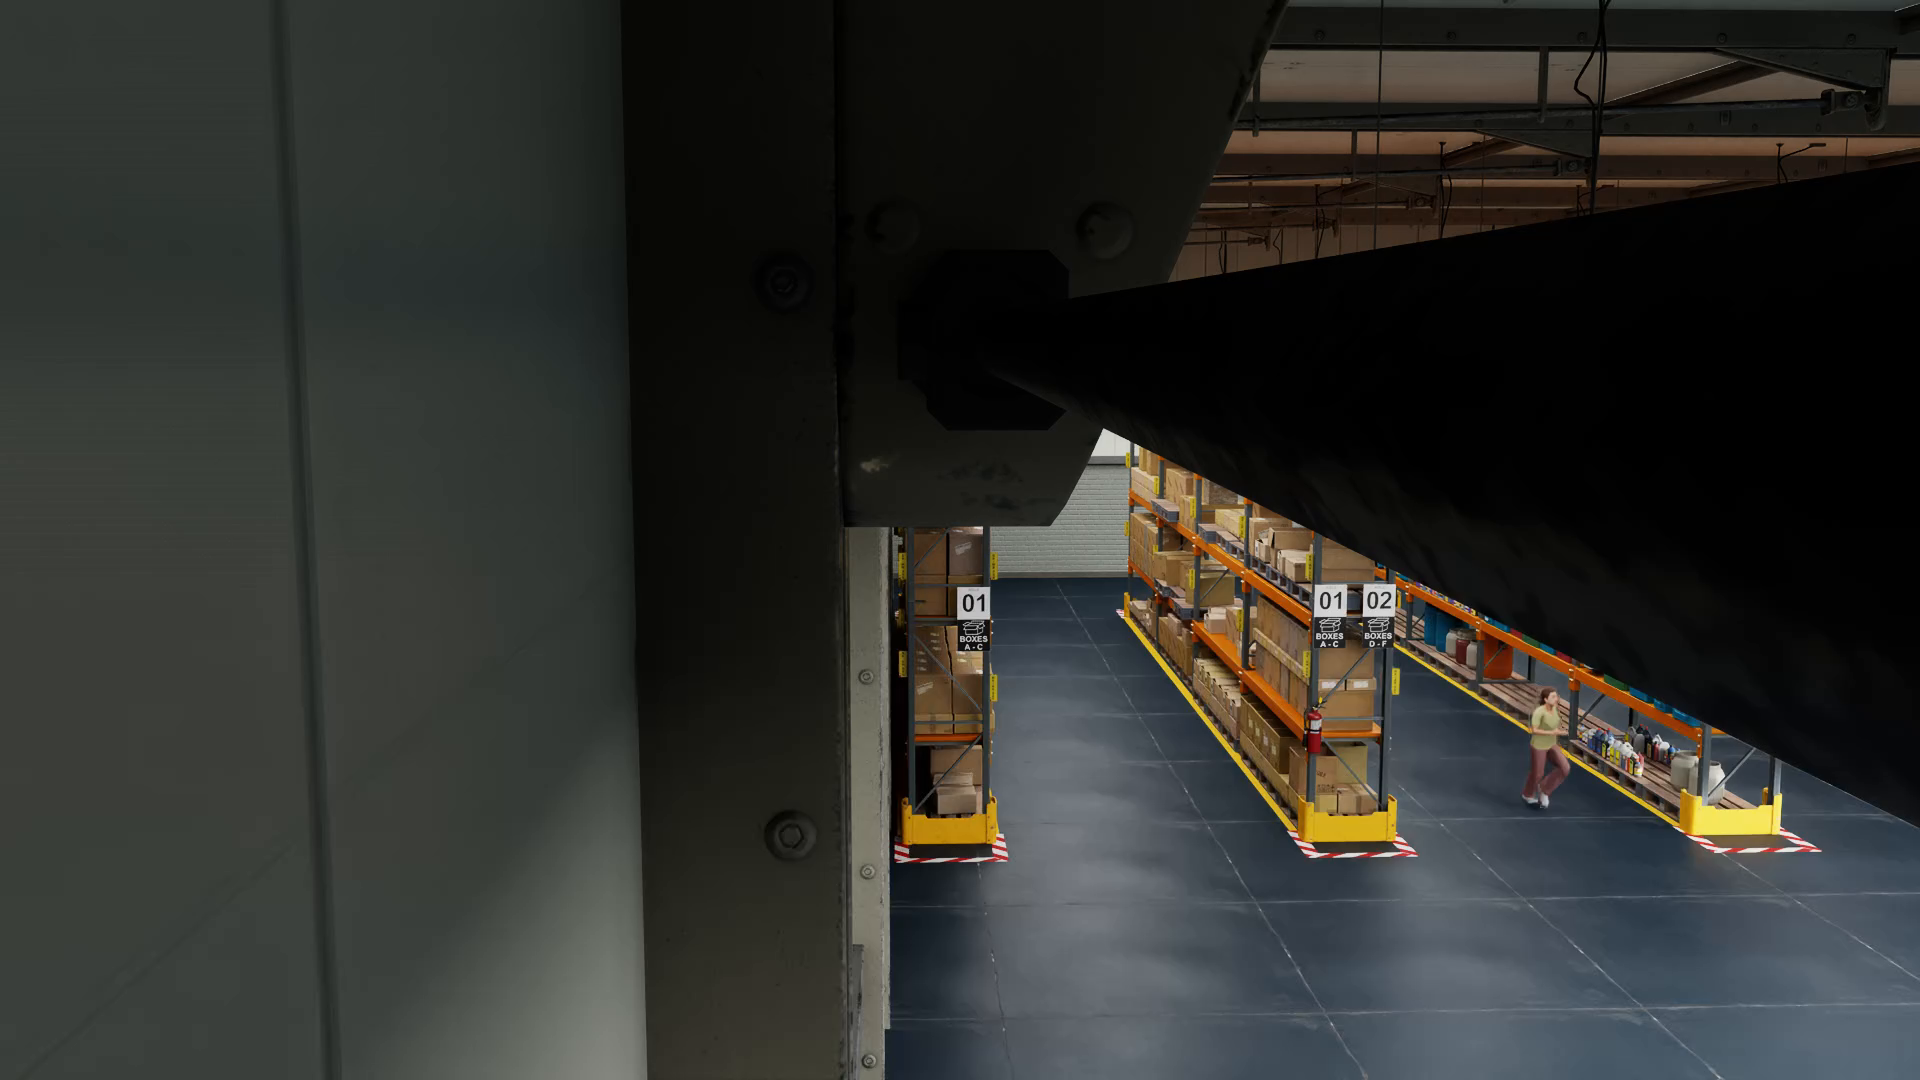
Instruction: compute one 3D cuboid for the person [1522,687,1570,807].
[{"bbox_3d":[7.677,2.712,21.820,0.611,1.619,0.749,-4,8,-28],"label":"person"}]
